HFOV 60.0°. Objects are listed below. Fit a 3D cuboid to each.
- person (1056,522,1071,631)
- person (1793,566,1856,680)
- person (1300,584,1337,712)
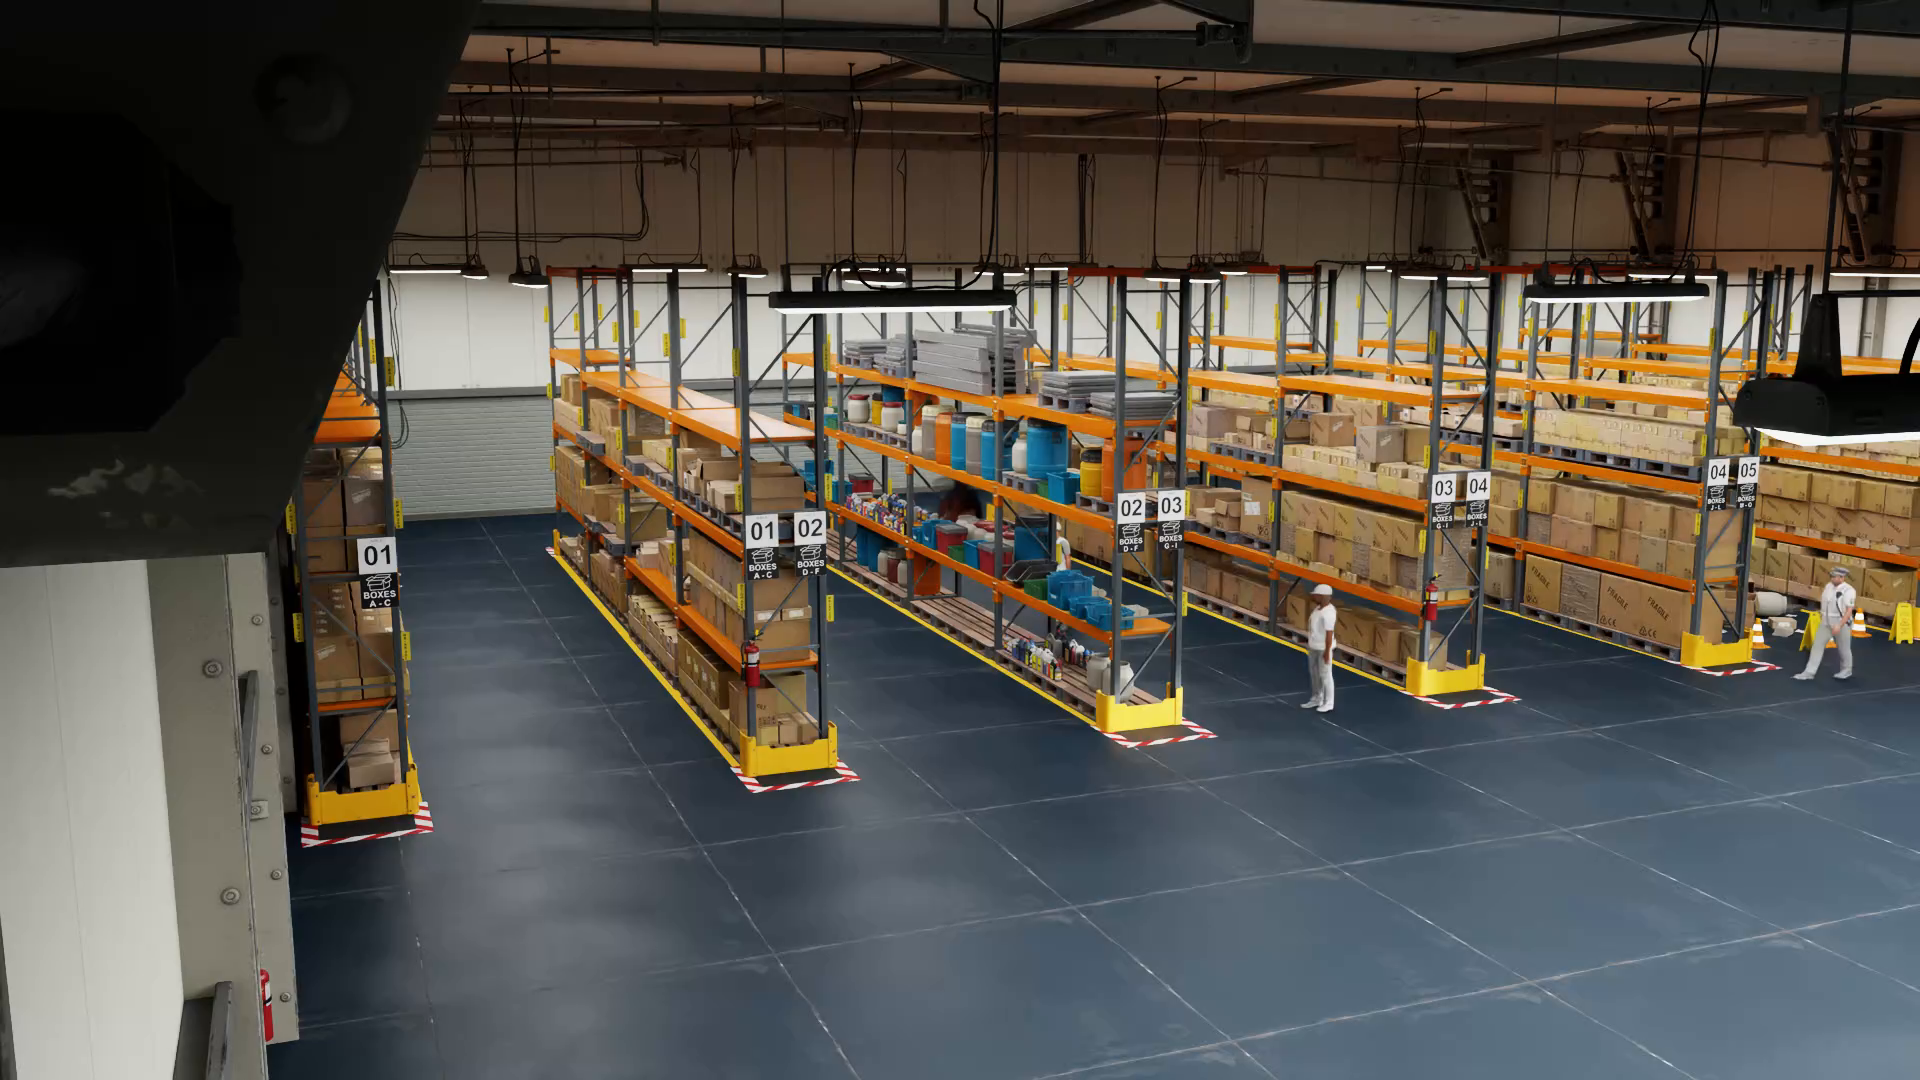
[{"bbox_3d":[1.618,0.599,28.103,0.375,1.831,0.618,-8,13,-39],"label":"person"},{"bbox_3d":[12.859,1.232,24.503,0.987,1.716,0.533,-6,12,-32],"label":"person"},{"bbox_3d":[4.993,1.493,23.032,0.388,1.794,0.638,-4,11,-22],"label":"person"}]
